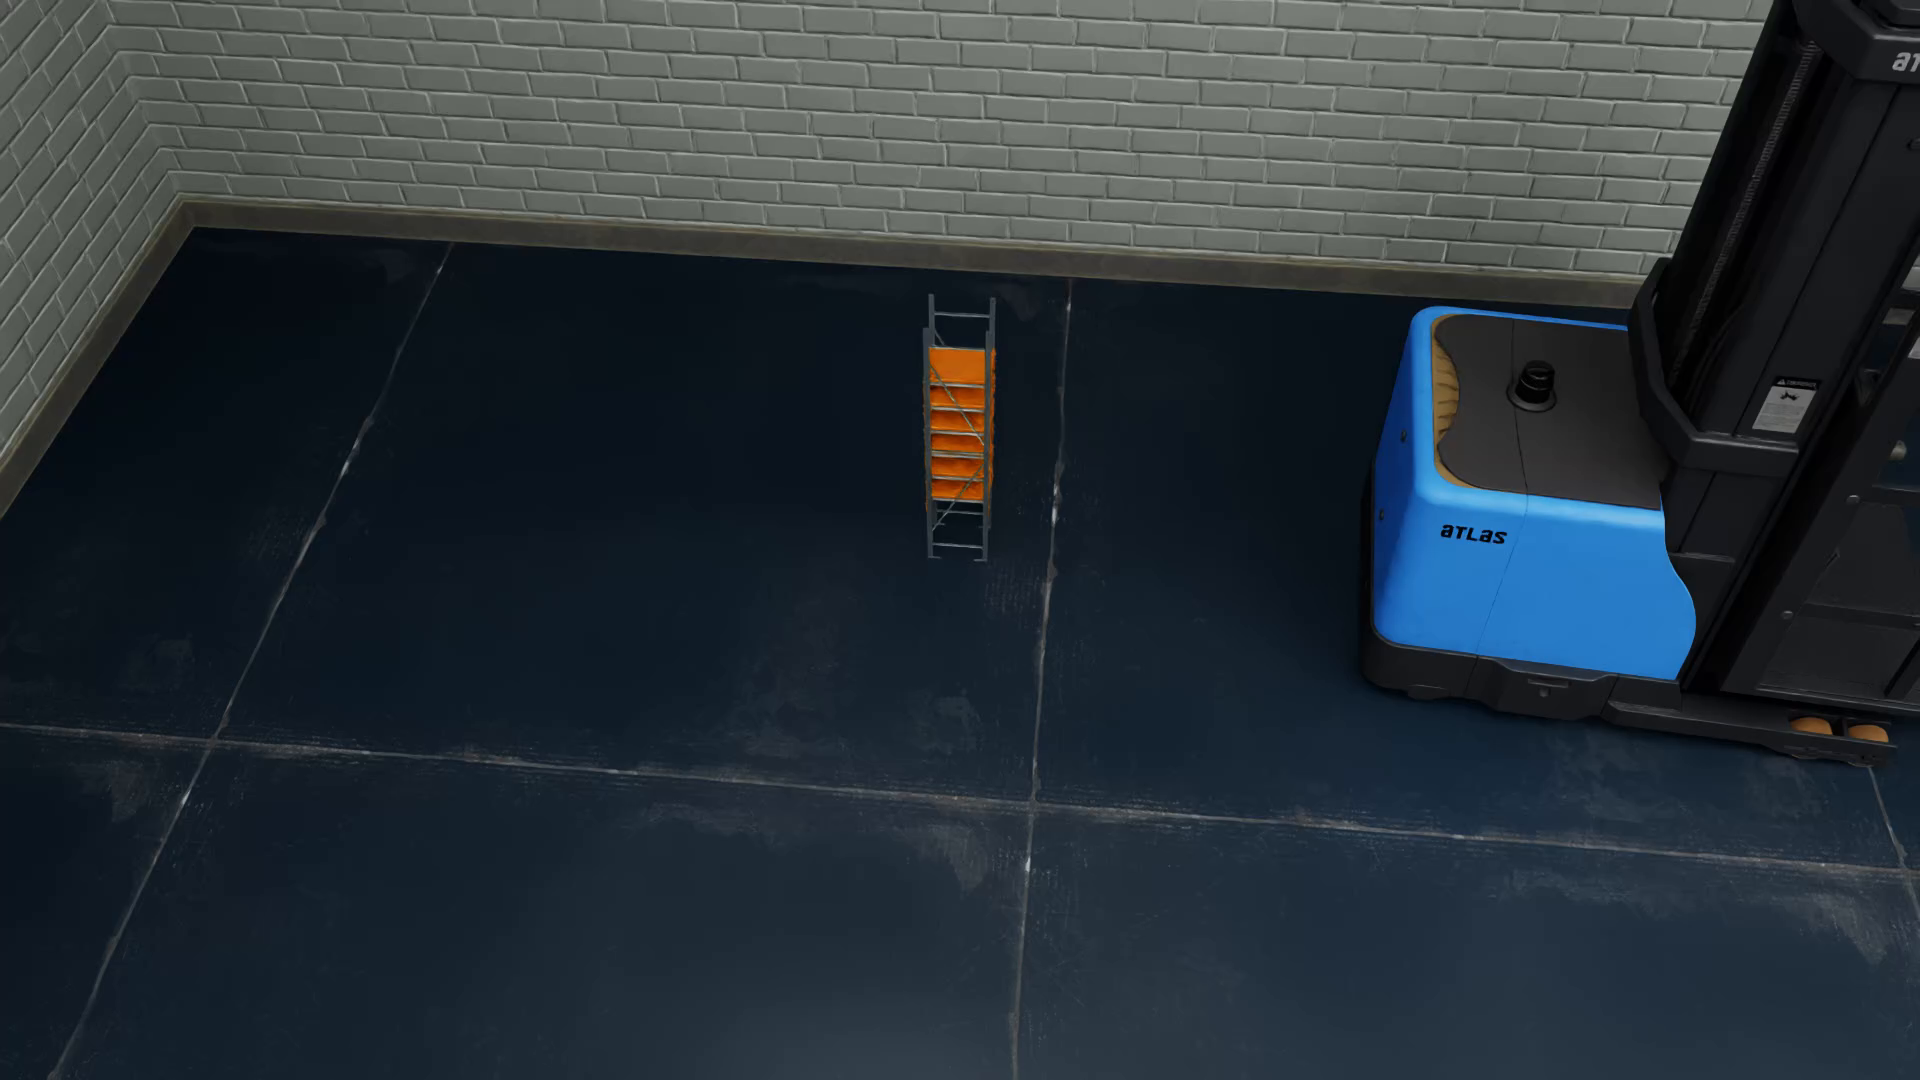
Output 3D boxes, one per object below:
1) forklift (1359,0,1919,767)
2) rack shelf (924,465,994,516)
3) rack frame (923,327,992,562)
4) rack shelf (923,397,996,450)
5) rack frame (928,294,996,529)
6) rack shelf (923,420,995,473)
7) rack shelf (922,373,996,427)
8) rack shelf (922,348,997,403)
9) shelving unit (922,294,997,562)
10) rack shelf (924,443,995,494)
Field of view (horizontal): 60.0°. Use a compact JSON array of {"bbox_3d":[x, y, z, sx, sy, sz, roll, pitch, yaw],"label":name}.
[{"bbox_3d":[3.059,-0.597,5.310,3.031,2.935,1.130,7,48,7],"label":"forklift"},{"bbox_3d":[-0.001,-0.202,6.507,0.258,0.103,0.180,4,48,4],"label":"rack shelf"},{"bbox_3d":[-0.010,-0.327,6.236,0.240,1.200,0.006,4,48,4],"label":"rack frame"},{"bbox_3d":[-0.001,-0.445,6.242,0.258,0.103,0.180,4,48,4],"label":"rack shelf"},{"bbox_3d":[0.007,-0.462,6.359,0.240,1.200,0.006,4,48,4],"label":"rack frame"},{"bbox_3d":[-0.001,-0.364,6.330,0.258,0.103,0.180,4,48,4],"label":"rack shelf"},{"bbox_3d":[-0.001,-0.526,6.153,0.258,0.103,0.180,4,48,4],"label":"rack shelf"},{"bbox_3d":[-0.001,-0.607,6.065,0.258,0.103,0.180,4,48,4],"label":"rack shelf"},{"bbox_3d":[-0.001,-0.394,6.298,0.258,1.200,0.189,4,48,4],"label":"shelving unit"},{"bbox_3d":[-0.001,-0.283,6.419,0.258,0.103,0.180,4,48,4],"label":"rack shelf"}]
